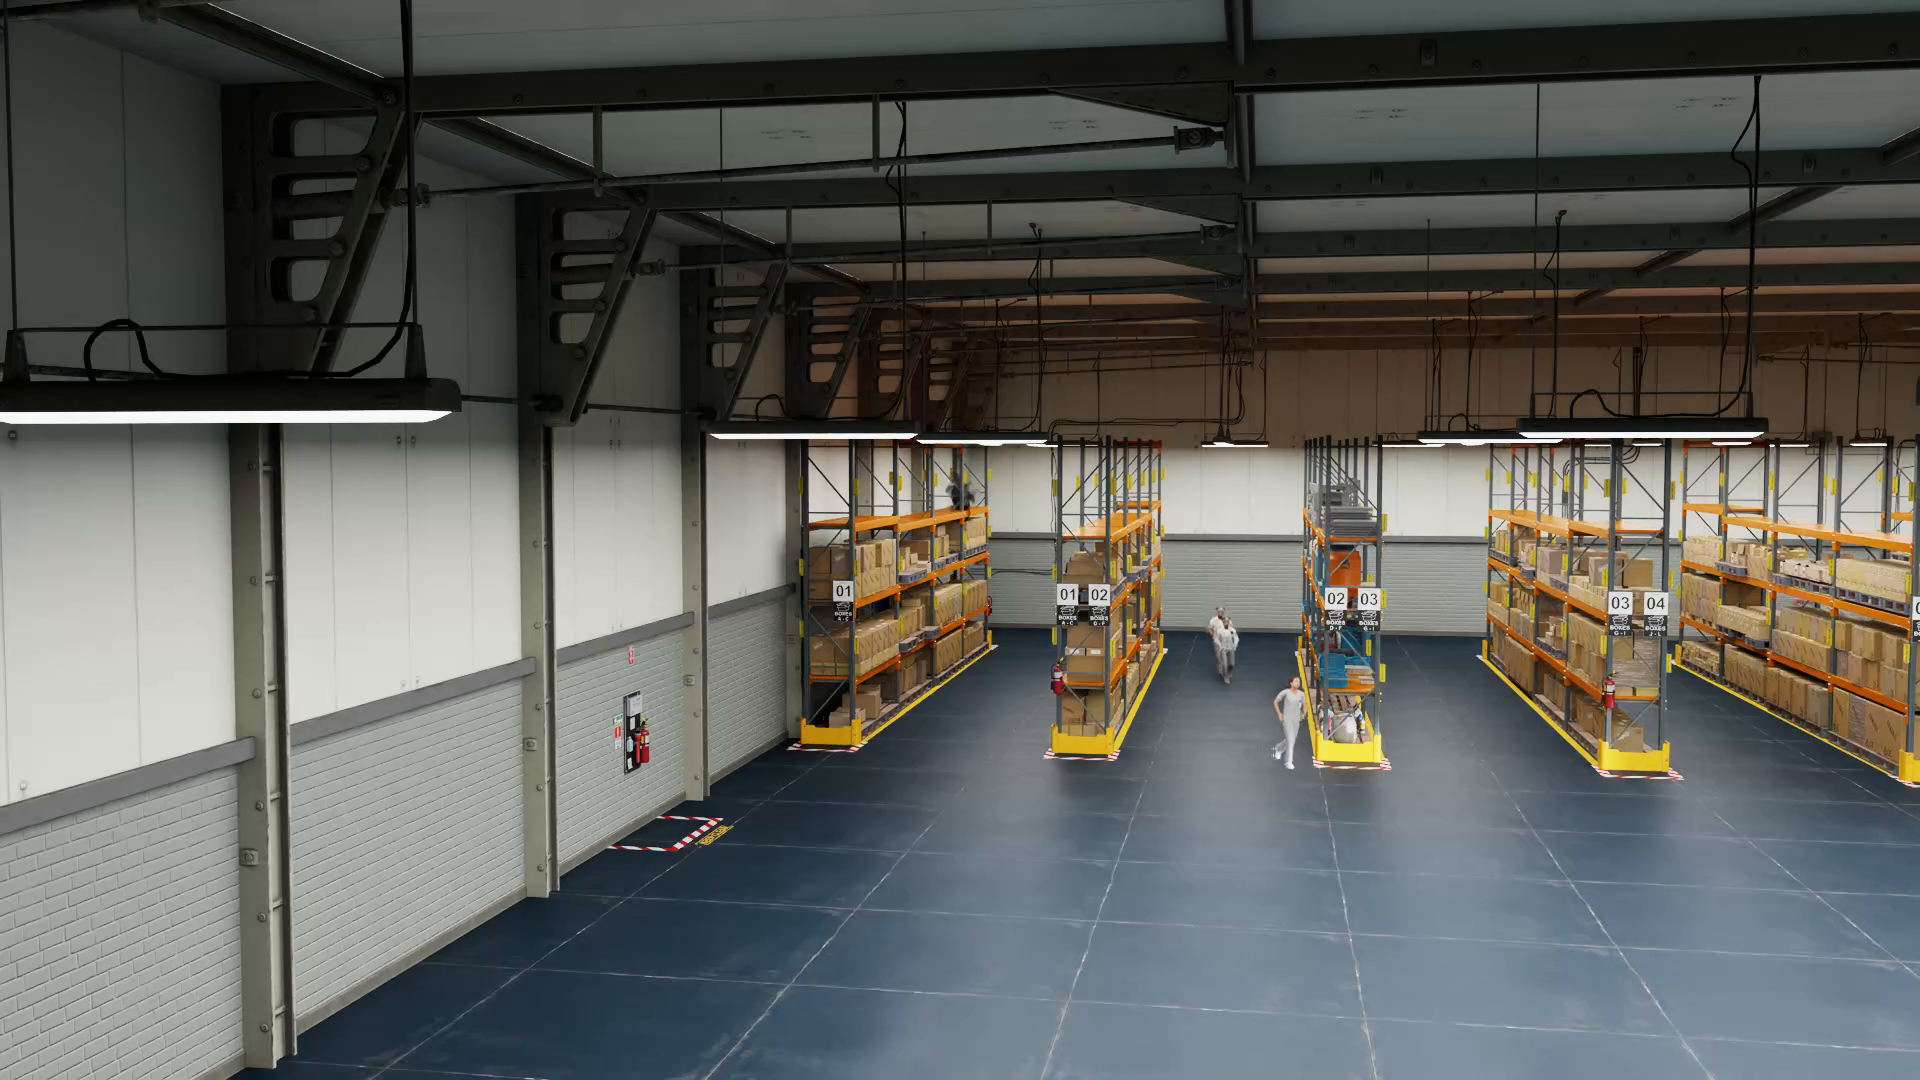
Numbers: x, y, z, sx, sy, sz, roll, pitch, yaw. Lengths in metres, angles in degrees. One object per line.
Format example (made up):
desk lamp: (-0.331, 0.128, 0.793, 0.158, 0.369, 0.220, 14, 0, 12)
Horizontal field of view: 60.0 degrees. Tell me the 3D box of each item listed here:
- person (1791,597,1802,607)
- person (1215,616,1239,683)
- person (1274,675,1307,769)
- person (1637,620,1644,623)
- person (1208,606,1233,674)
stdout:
person: (22.754, 2.387, 45.335, 0.612, 1.748, 0.625, 1, 3, 14)
person: (6.543, 2.691, 40.746, 0.592, 1.651, 0.539, 0, 3, 2)
person: (6.003, 3.283, 30.200, 0.600, 1.644, 0.731, -1, 3, -16)
person: (17.824, 2.575, 43.735, 0.574, 1.592, 0.804, 1, 3, 13)
person: (6.668, 2.557, 42.483, 0.640, 1.730, 0.579, 0, 3, 2)
